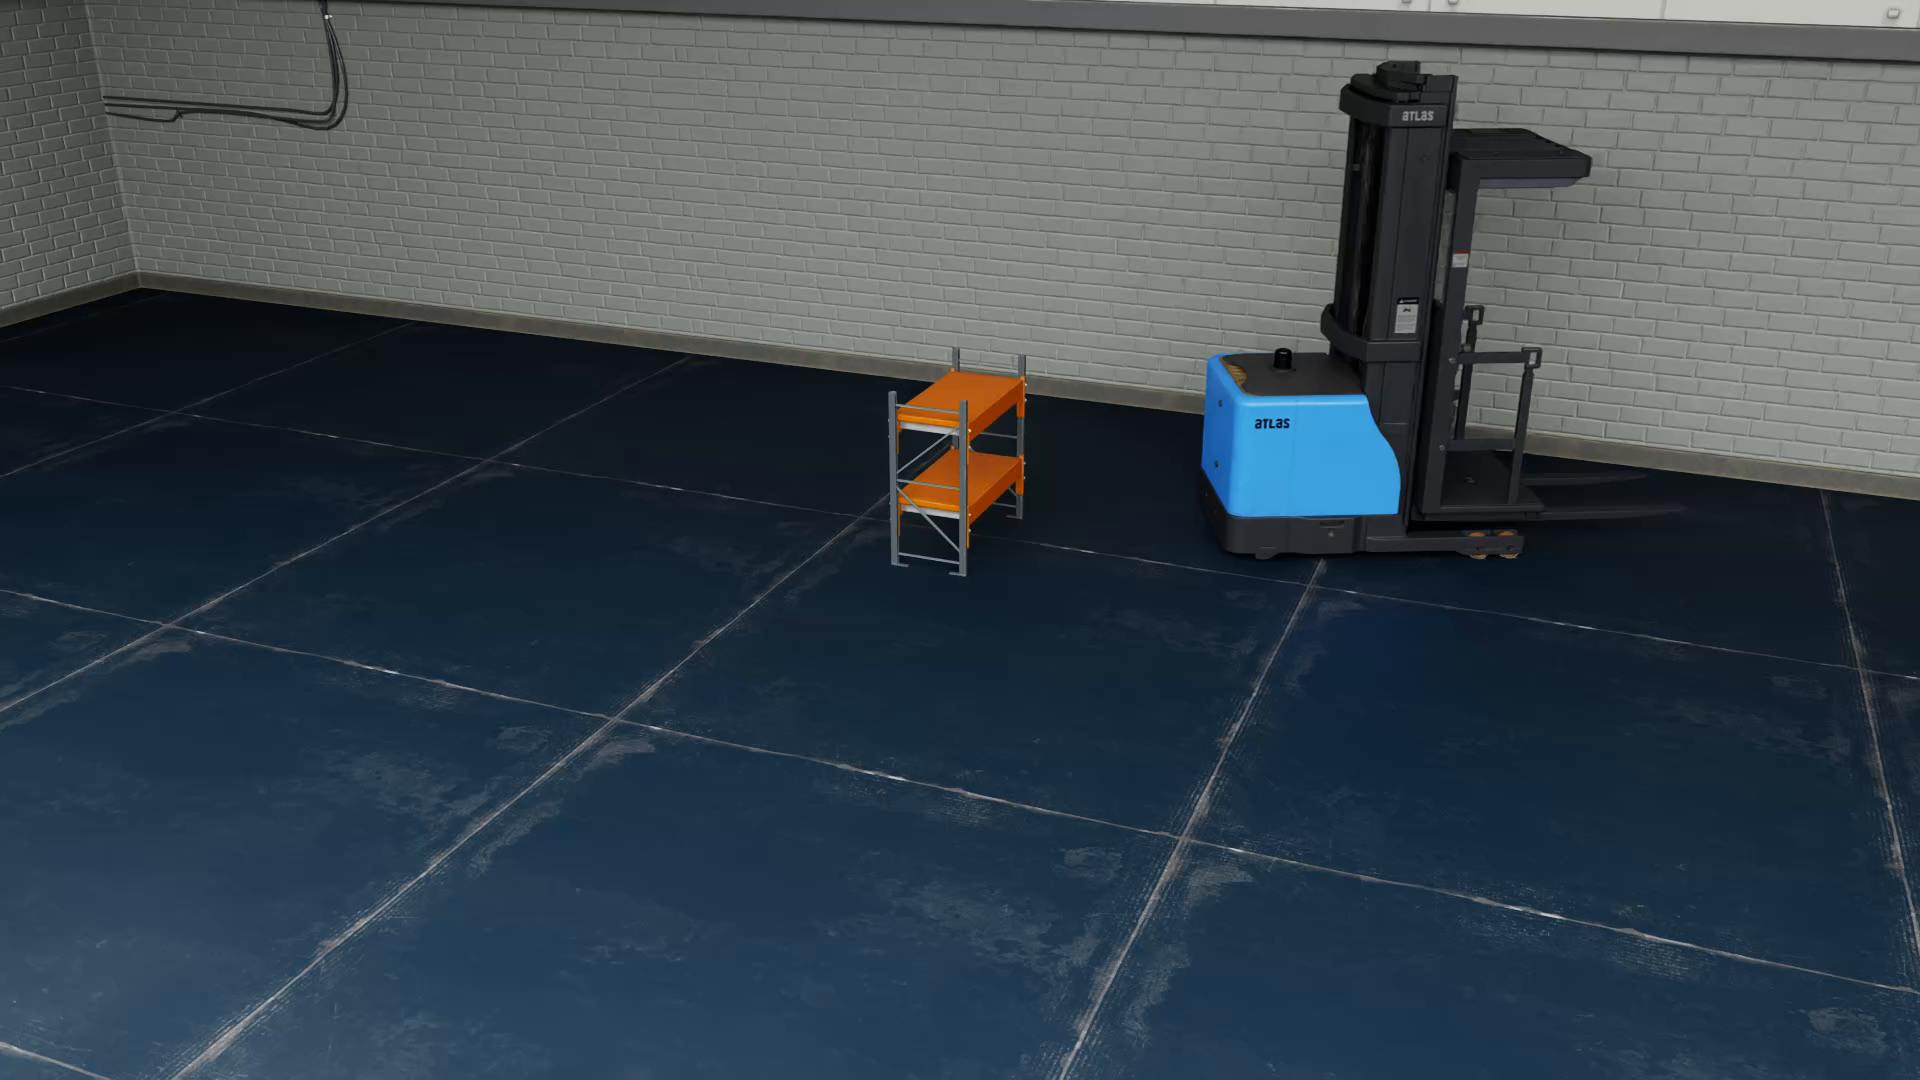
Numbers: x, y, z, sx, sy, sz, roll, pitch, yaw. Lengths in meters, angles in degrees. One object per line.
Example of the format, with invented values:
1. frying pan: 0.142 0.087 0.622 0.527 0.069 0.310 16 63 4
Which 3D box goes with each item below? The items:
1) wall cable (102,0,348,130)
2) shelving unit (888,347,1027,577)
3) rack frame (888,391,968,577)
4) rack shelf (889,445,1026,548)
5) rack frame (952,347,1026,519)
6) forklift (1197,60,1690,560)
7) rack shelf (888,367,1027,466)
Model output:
1. wall cable: -6.995 -5.071 15.244 3.097 2.526 0.112 9 24 20
2. shelving unit: -0.002 -0.517 10.527 0.538 1.125 1.048 9 24 20
3. rack frame: -0.191 -0.335 10.092 0.500 1.125 0.032 9 24 20
4. rack shelf: -0.002 -0.291 10.622 0.538 0.278 1.000 9 24 20
5. rack frame: 0.186 -0.699 10.963 0.500 1.125 0.032 9 24 20
6. forklift: 3.140 -1.434 10.381 3.031 2.935 1.130 -1 23 -3
7. rack shelf: -0.002 -0.787 10.415 0.538 0.278 1.000 9 24 20
